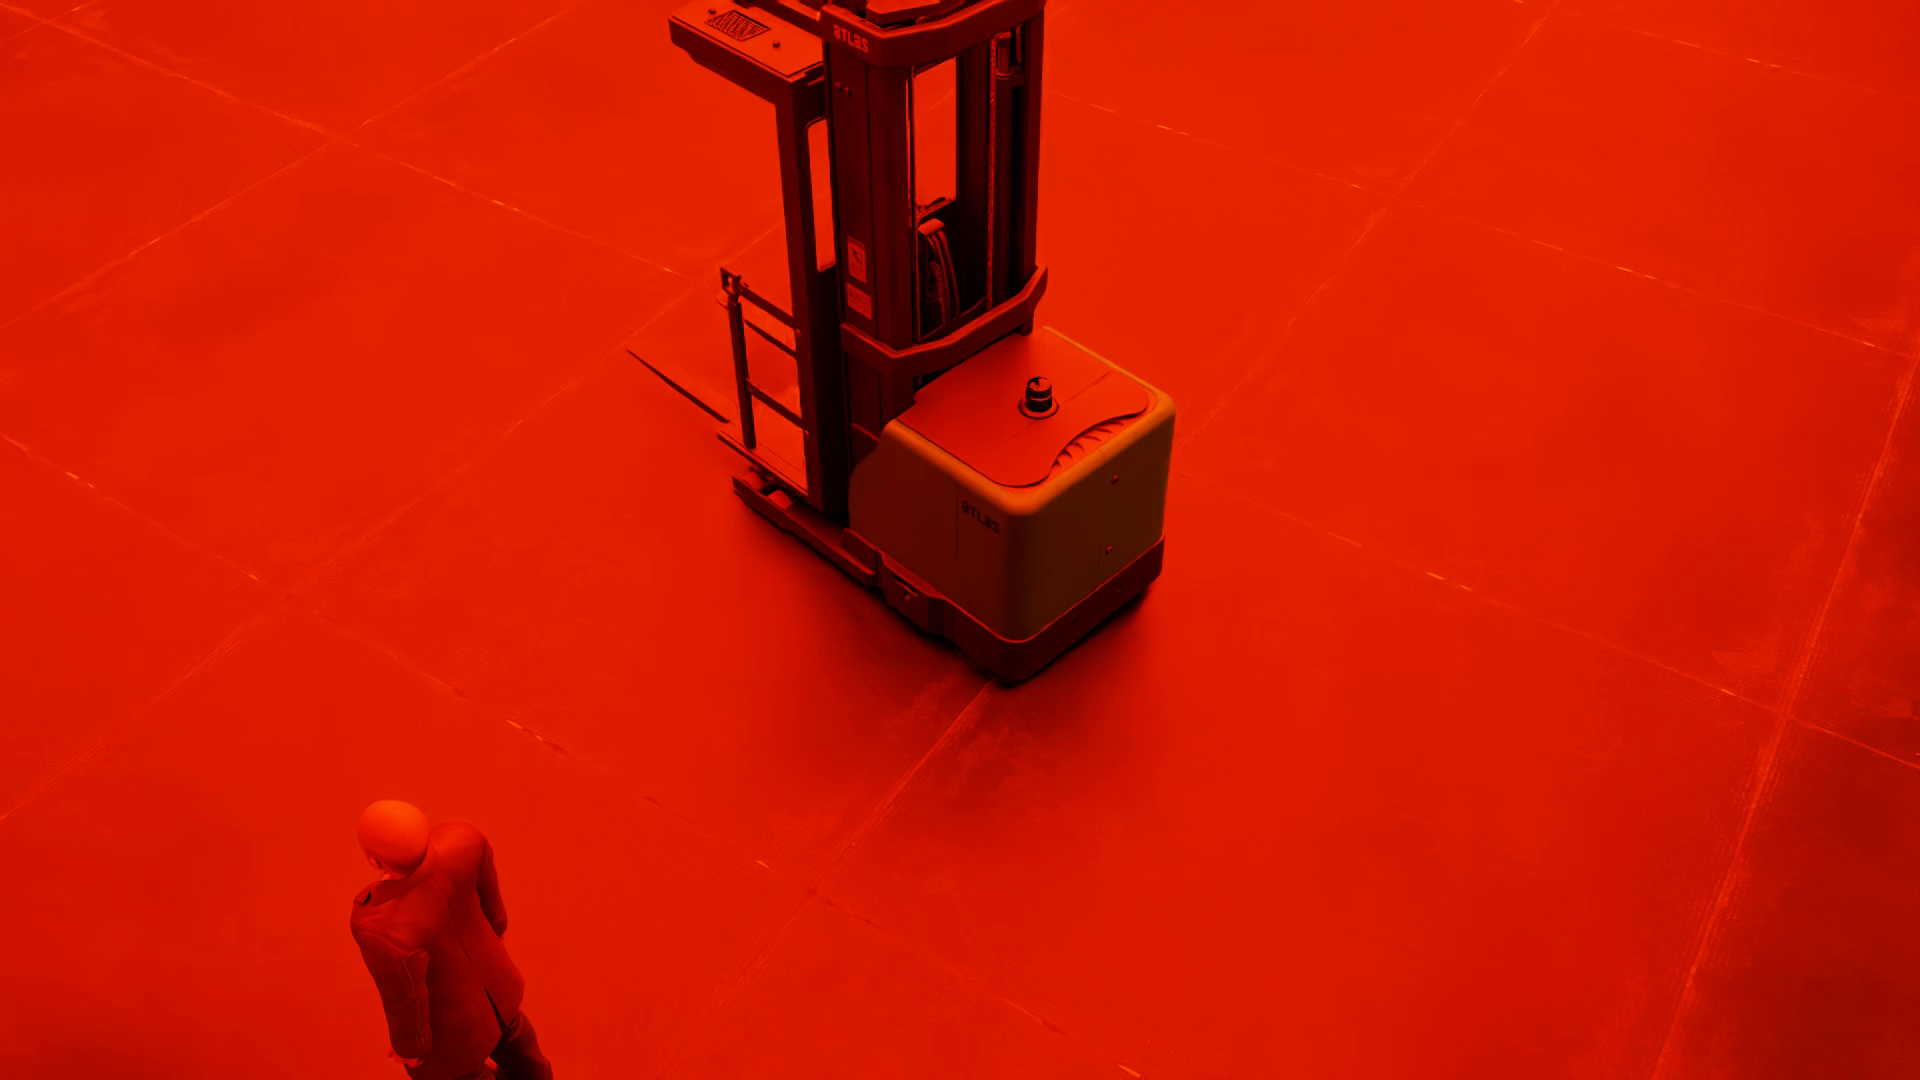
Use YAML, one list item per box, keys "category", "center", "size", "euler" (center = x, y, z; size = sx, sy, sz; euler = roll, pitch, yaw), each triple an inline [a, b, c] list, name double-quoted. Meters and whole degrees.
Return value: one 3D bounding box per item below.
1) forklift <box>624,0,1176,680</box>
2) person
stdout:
- category: "forklift"
  center: [-0.463, -1.362, 7.285]
  size: [3.031, 2.935, 1.130]
  euler: [34, 53, 31]
- category: "person"
  center: [-1.638, 1.385, 5.223]
  size: [0.383, 1.783, 0.551]
  euler: [13, 45, 14]
